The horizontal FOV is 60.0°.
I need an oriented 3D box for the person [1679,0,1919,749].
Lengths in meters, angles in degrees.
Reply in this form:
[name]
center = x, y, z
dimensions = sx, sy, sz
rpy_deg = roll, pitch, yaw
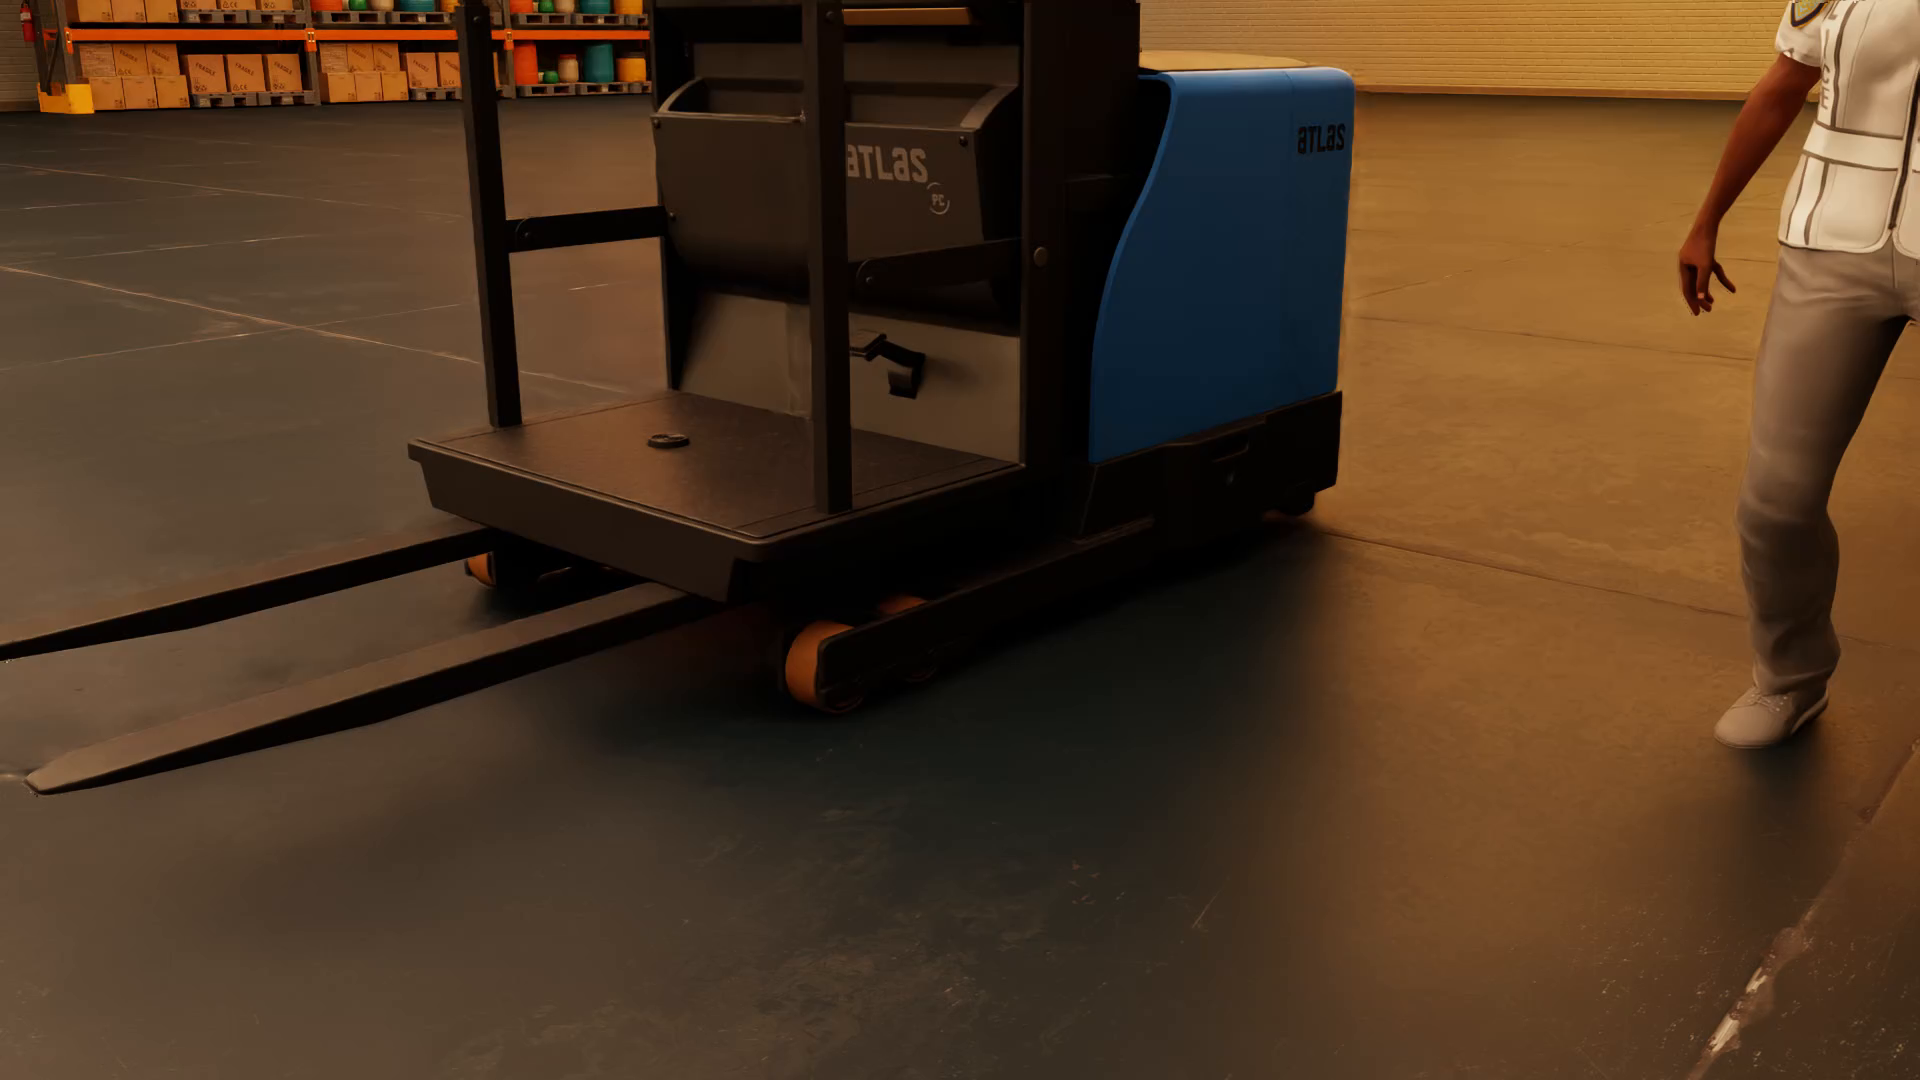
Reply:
[person]
center = 1.461, -0.389, 2.504
dimensions = 0.432, 1.634, 0.798
rpy_deg = -16, 23, -42

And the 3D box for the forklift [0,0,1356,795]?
[forklift]
center = -0.411, -1.261, 3.049
dimensions = 1.130, 2.935, 3.031
rpy_deg = 15, 22, 40
